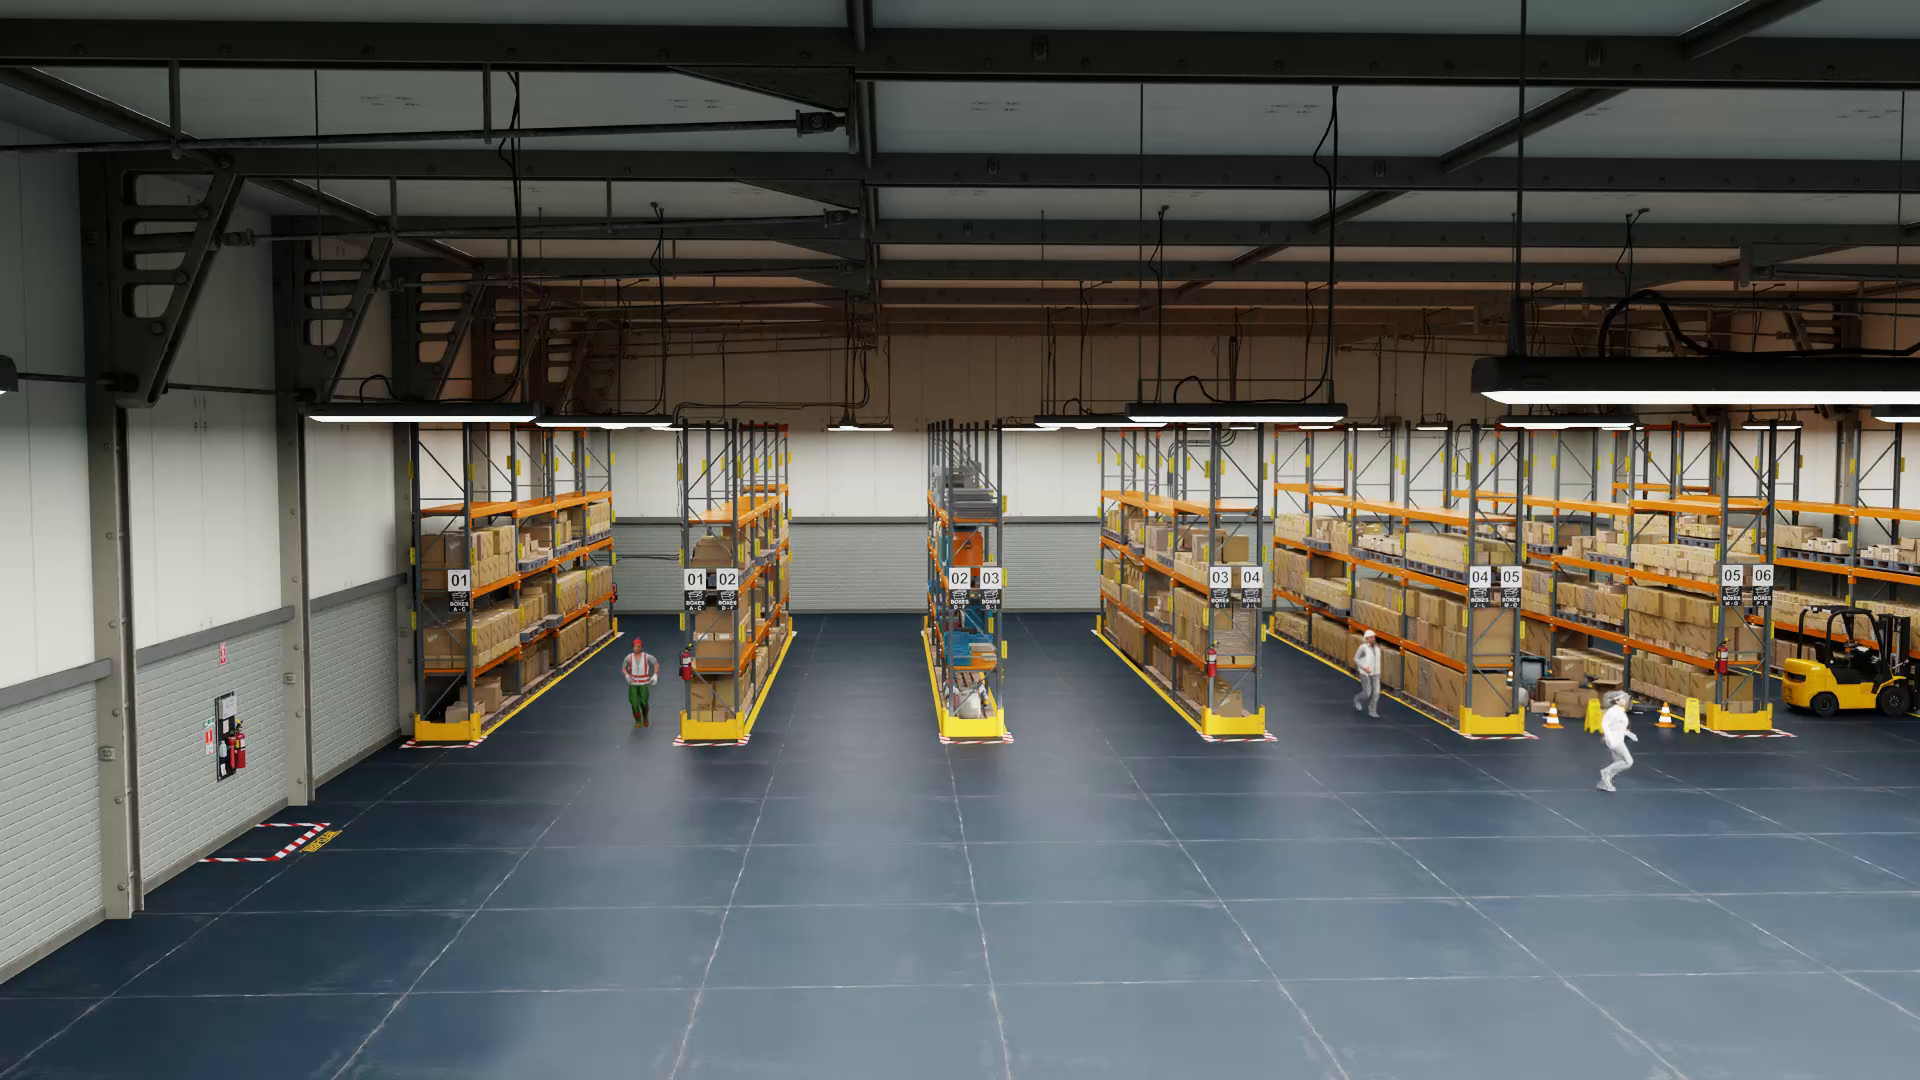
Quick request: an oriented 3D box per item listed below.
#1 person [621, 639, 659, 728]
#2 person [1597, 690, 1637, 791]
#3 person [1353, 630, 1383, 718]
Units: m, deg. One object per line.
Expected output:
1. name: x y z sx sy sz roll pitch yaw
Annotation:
1. person: -6.172 2.782 32.008 0.699 1.743 0.615 0 4 -5
2. person: 10.508 3.207 26.594 0.582 1.633 0.564 2 4 32
3. person: 8.289 2.699 33.749 0.667 1.752 0.740 -1 4 -20
